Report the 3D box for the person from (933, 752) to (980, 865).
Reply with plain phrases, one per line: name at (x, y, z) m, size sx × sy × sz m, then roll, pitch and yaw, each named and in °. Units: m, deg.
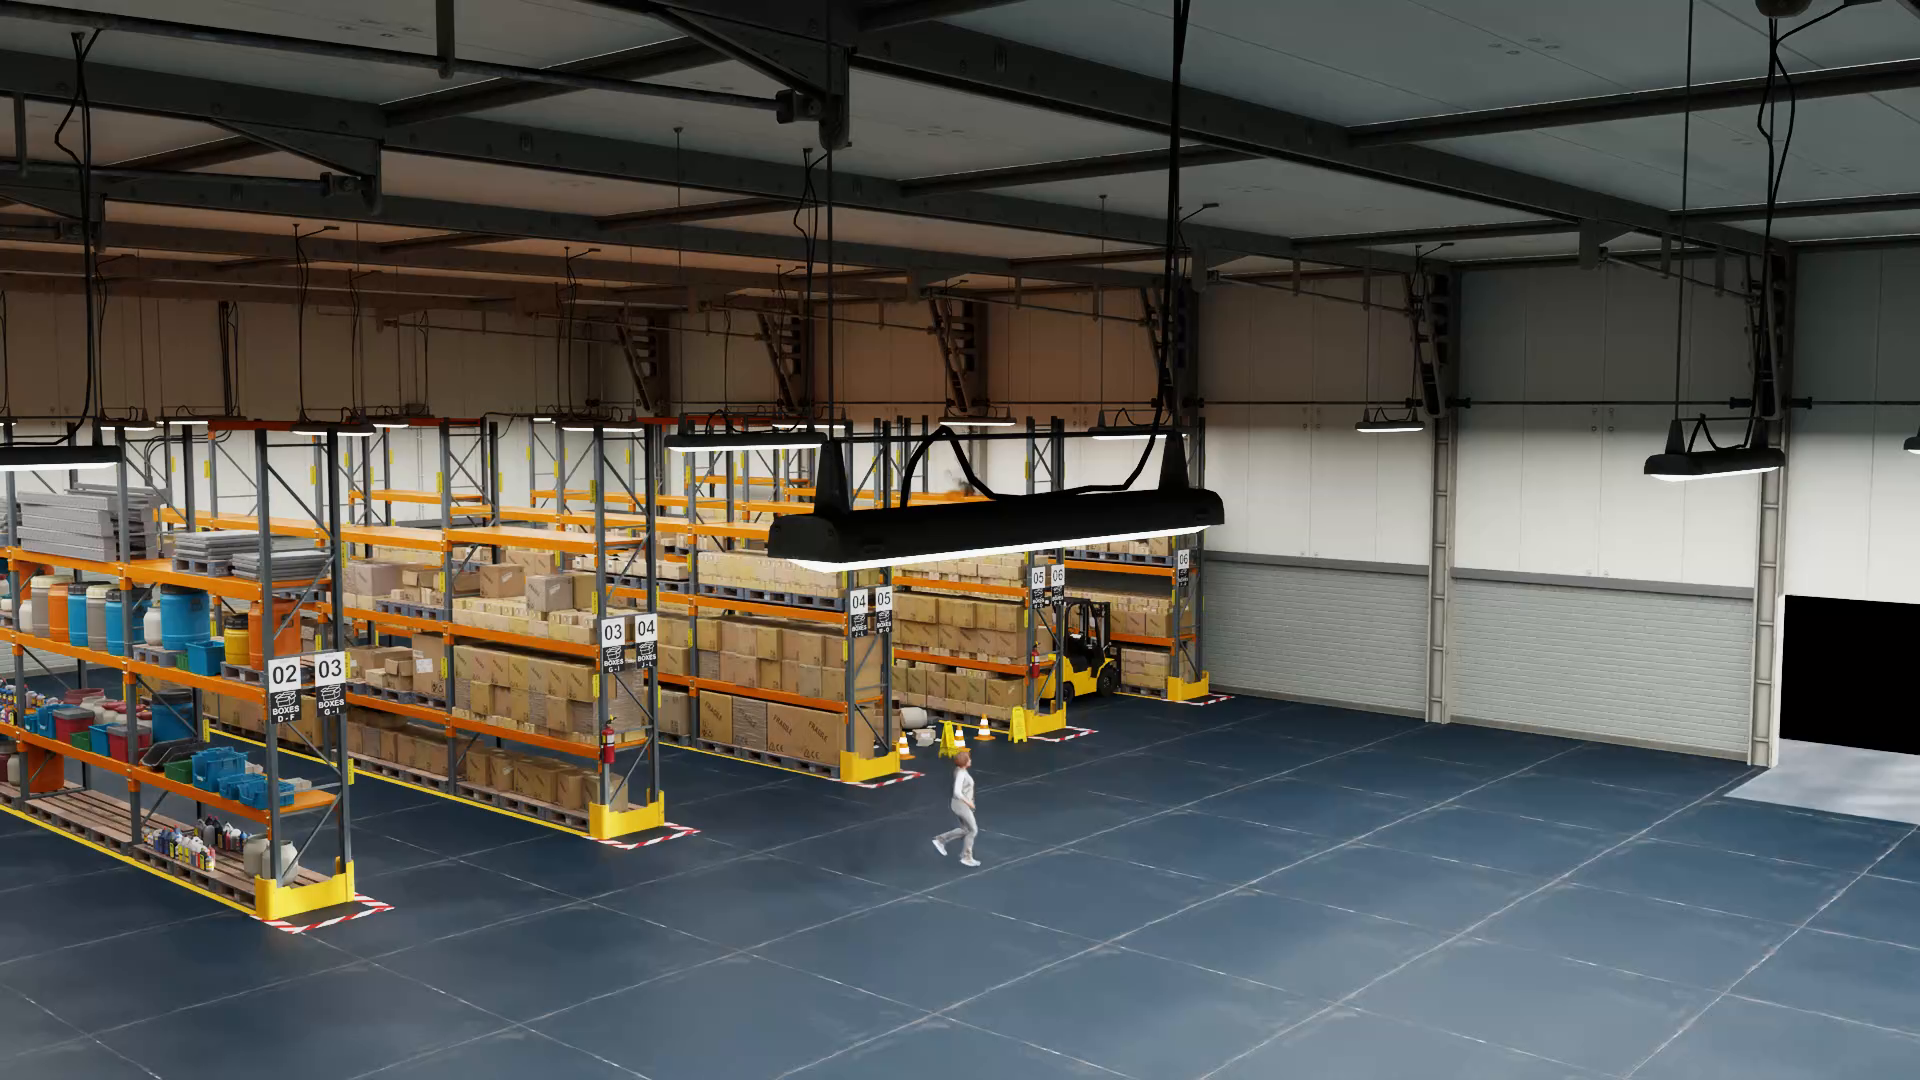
person at (-0.029, 3.675, 22.716) m, size 0.620 × 1.585 × 0.556 m, roll -1°, pitch 5°, yaw -7°
